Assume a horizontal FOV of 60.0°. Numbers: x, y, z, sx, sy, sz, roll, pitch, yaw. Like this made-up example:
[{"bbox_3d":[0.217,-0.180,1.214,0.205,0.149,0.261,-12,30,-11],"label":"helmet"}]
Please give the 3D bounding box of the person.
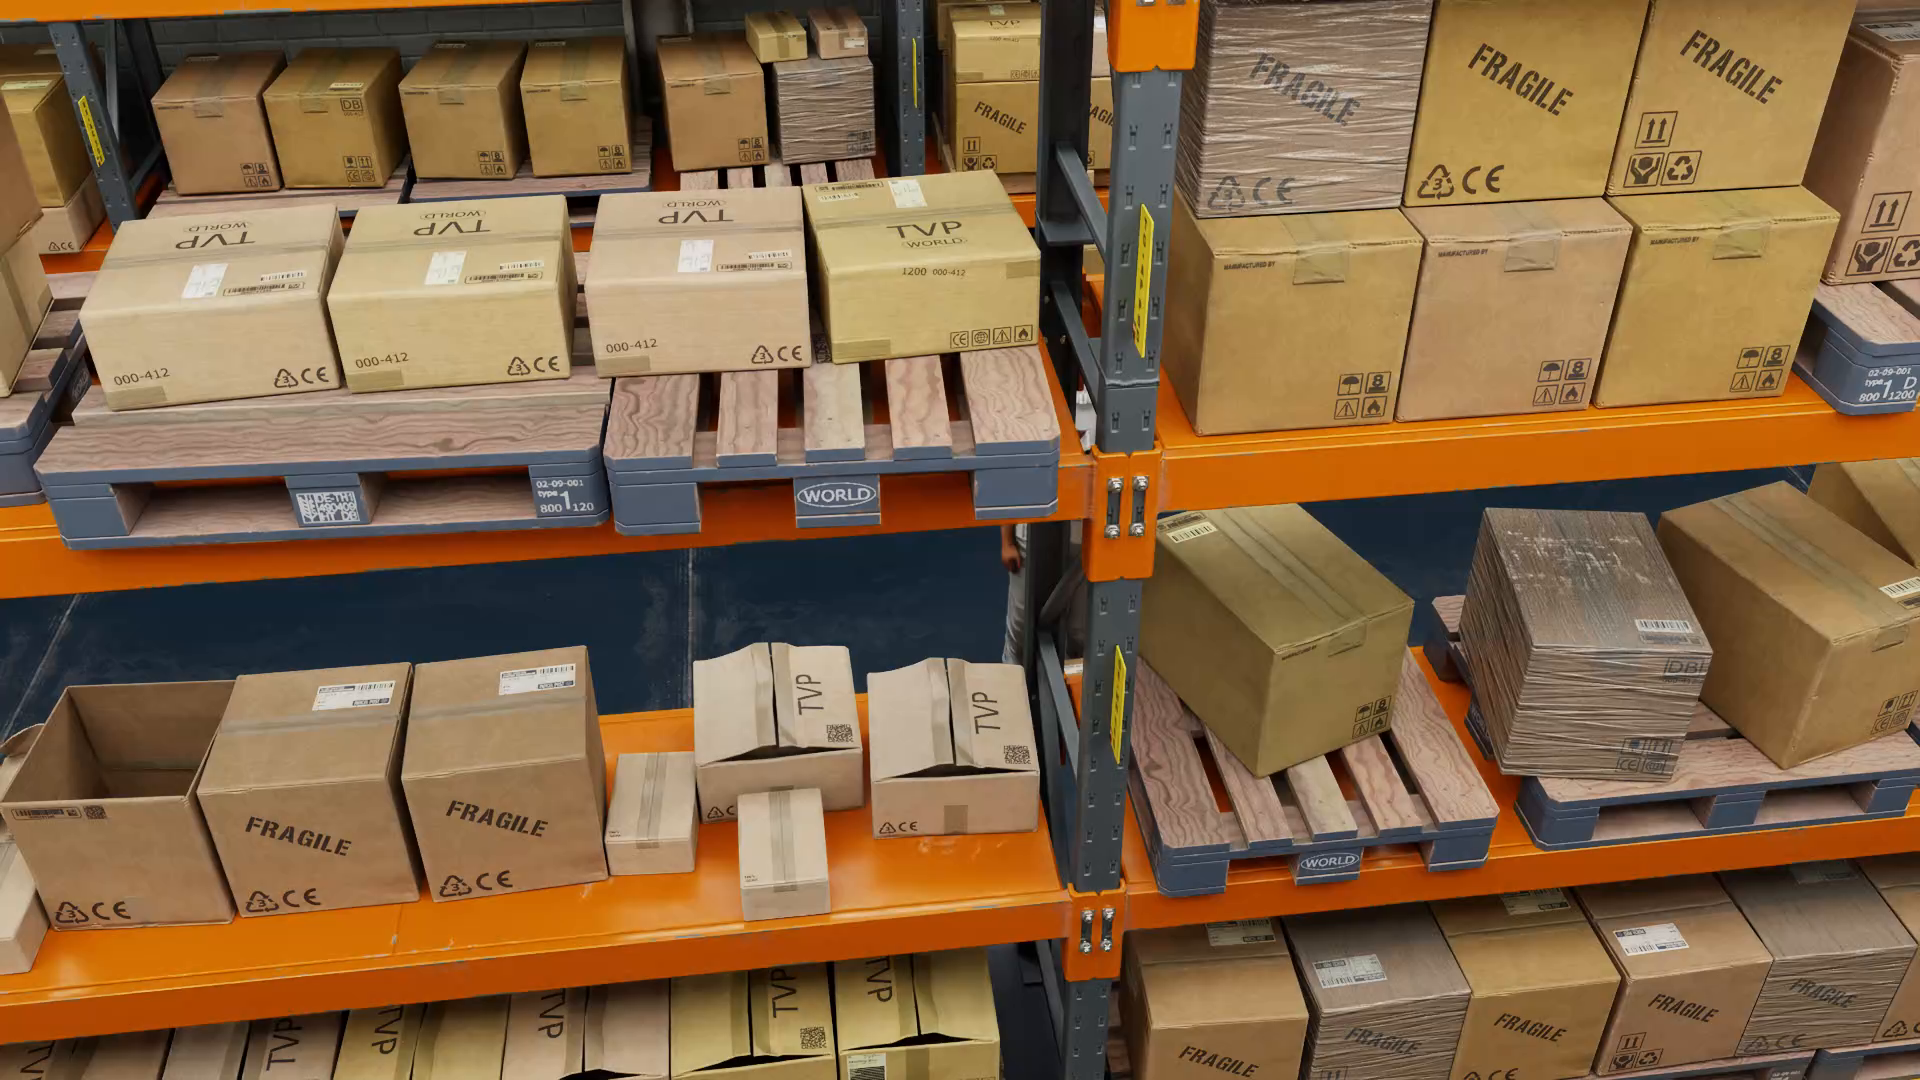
[{"bbox_3d":[0.425,0.008,7.128,0.550,1.666,0.473,-5,35,-7],"label":"person"}]
